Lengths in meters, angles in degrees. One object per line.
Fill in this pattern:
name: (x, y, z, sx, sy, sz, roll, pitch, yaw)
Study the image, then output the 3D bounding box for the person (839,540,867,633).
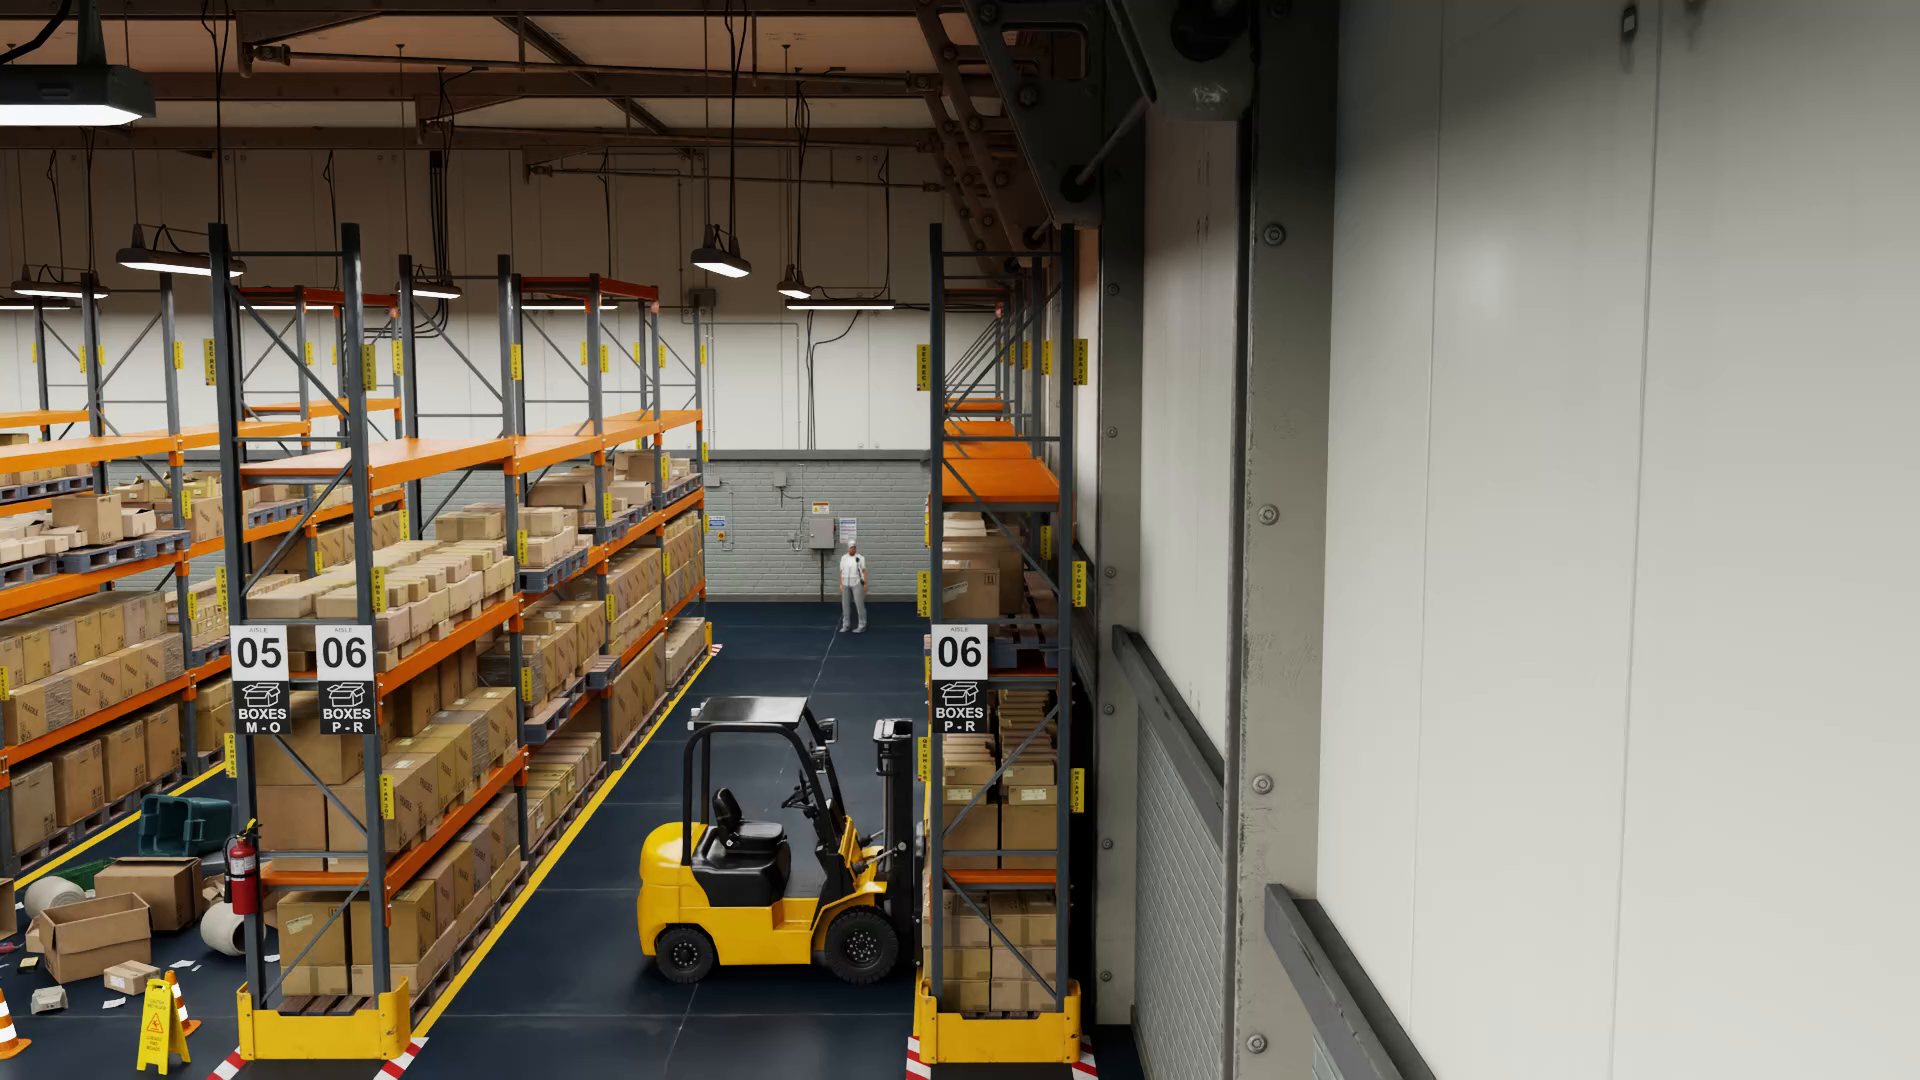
person: (-1.925, 0.849, 30.128, 0.550, 1.690, 0.395, 4, 8, 28)
